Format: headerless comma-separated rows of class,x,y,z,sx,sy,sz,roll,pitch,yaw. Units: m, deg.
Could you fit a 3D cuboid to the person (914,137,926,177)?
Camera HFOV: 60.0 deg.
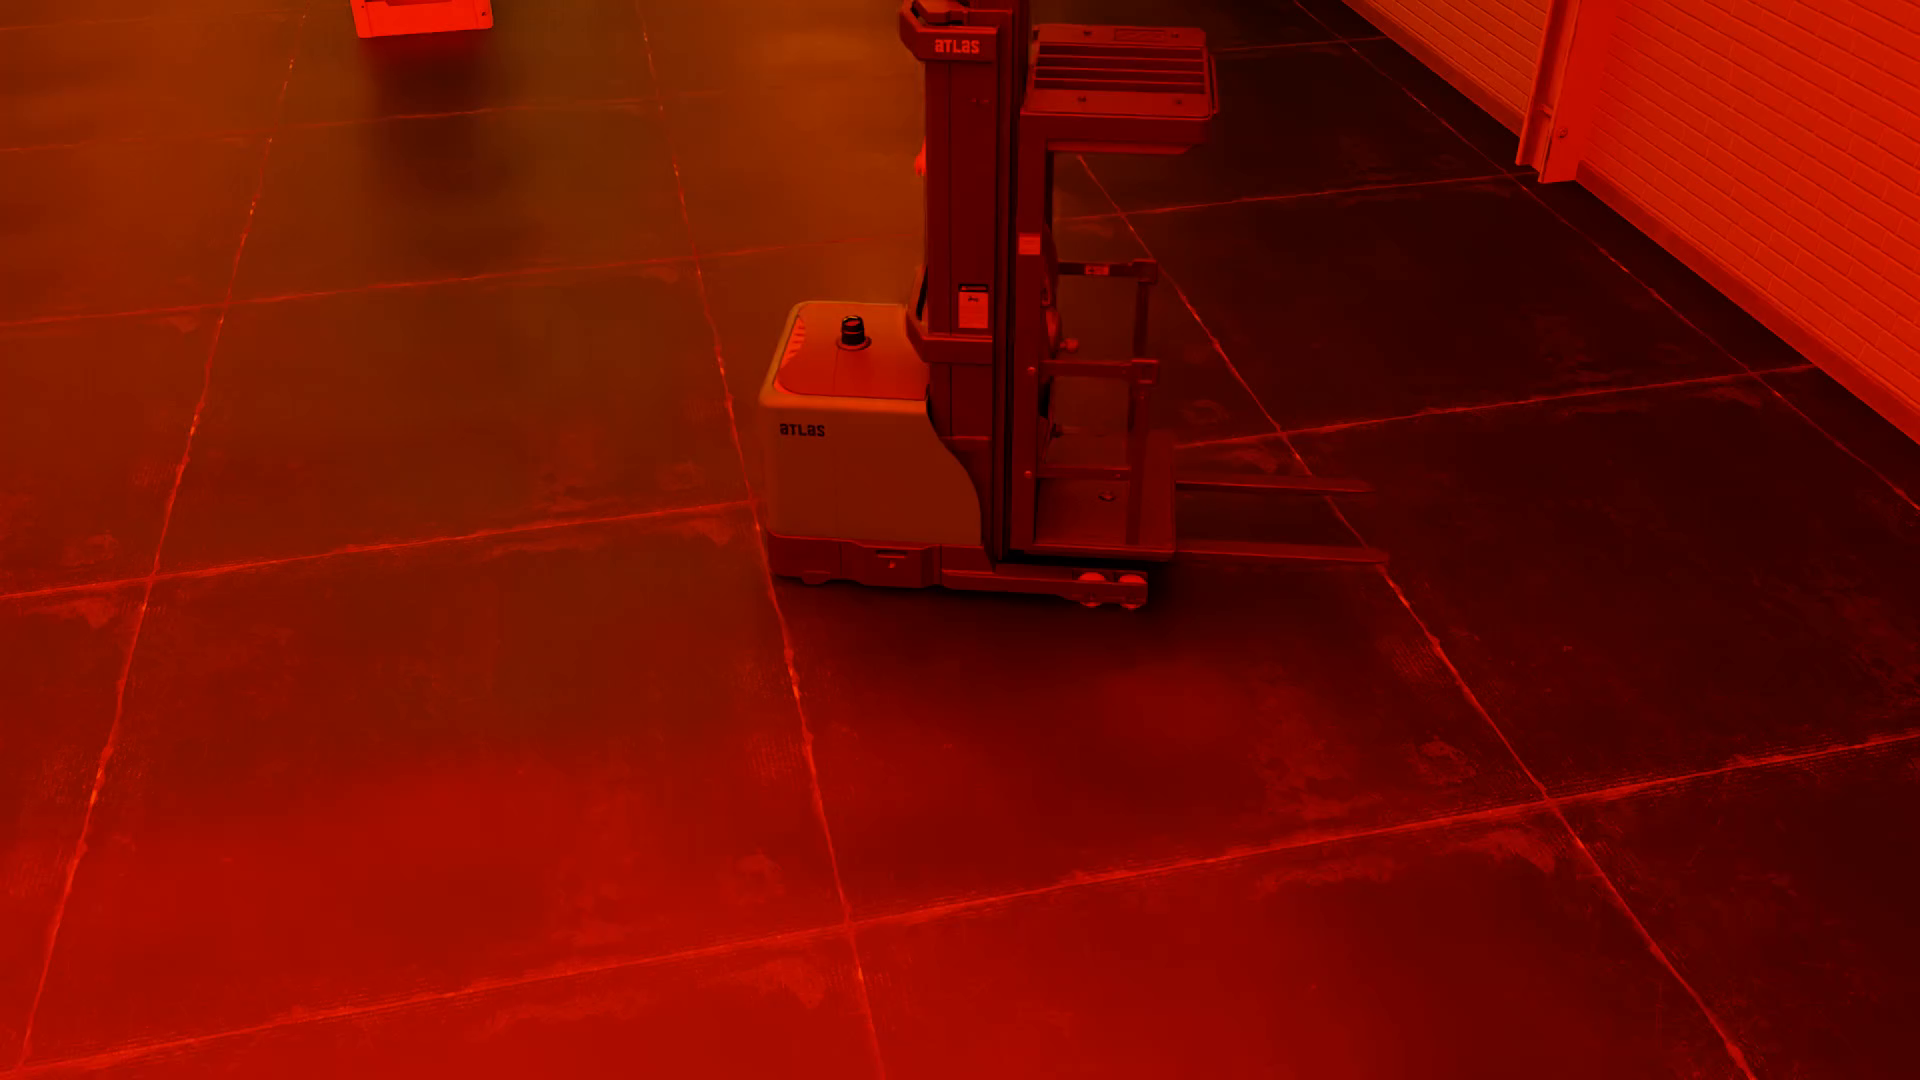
person,0.153,-2.478,10.611,0.913,1.645,0.505,-18,40,-24

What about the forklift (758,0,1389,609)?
forklift,0.597,-1.182,7.692,3.031,2.935,1.130,3,36,4
